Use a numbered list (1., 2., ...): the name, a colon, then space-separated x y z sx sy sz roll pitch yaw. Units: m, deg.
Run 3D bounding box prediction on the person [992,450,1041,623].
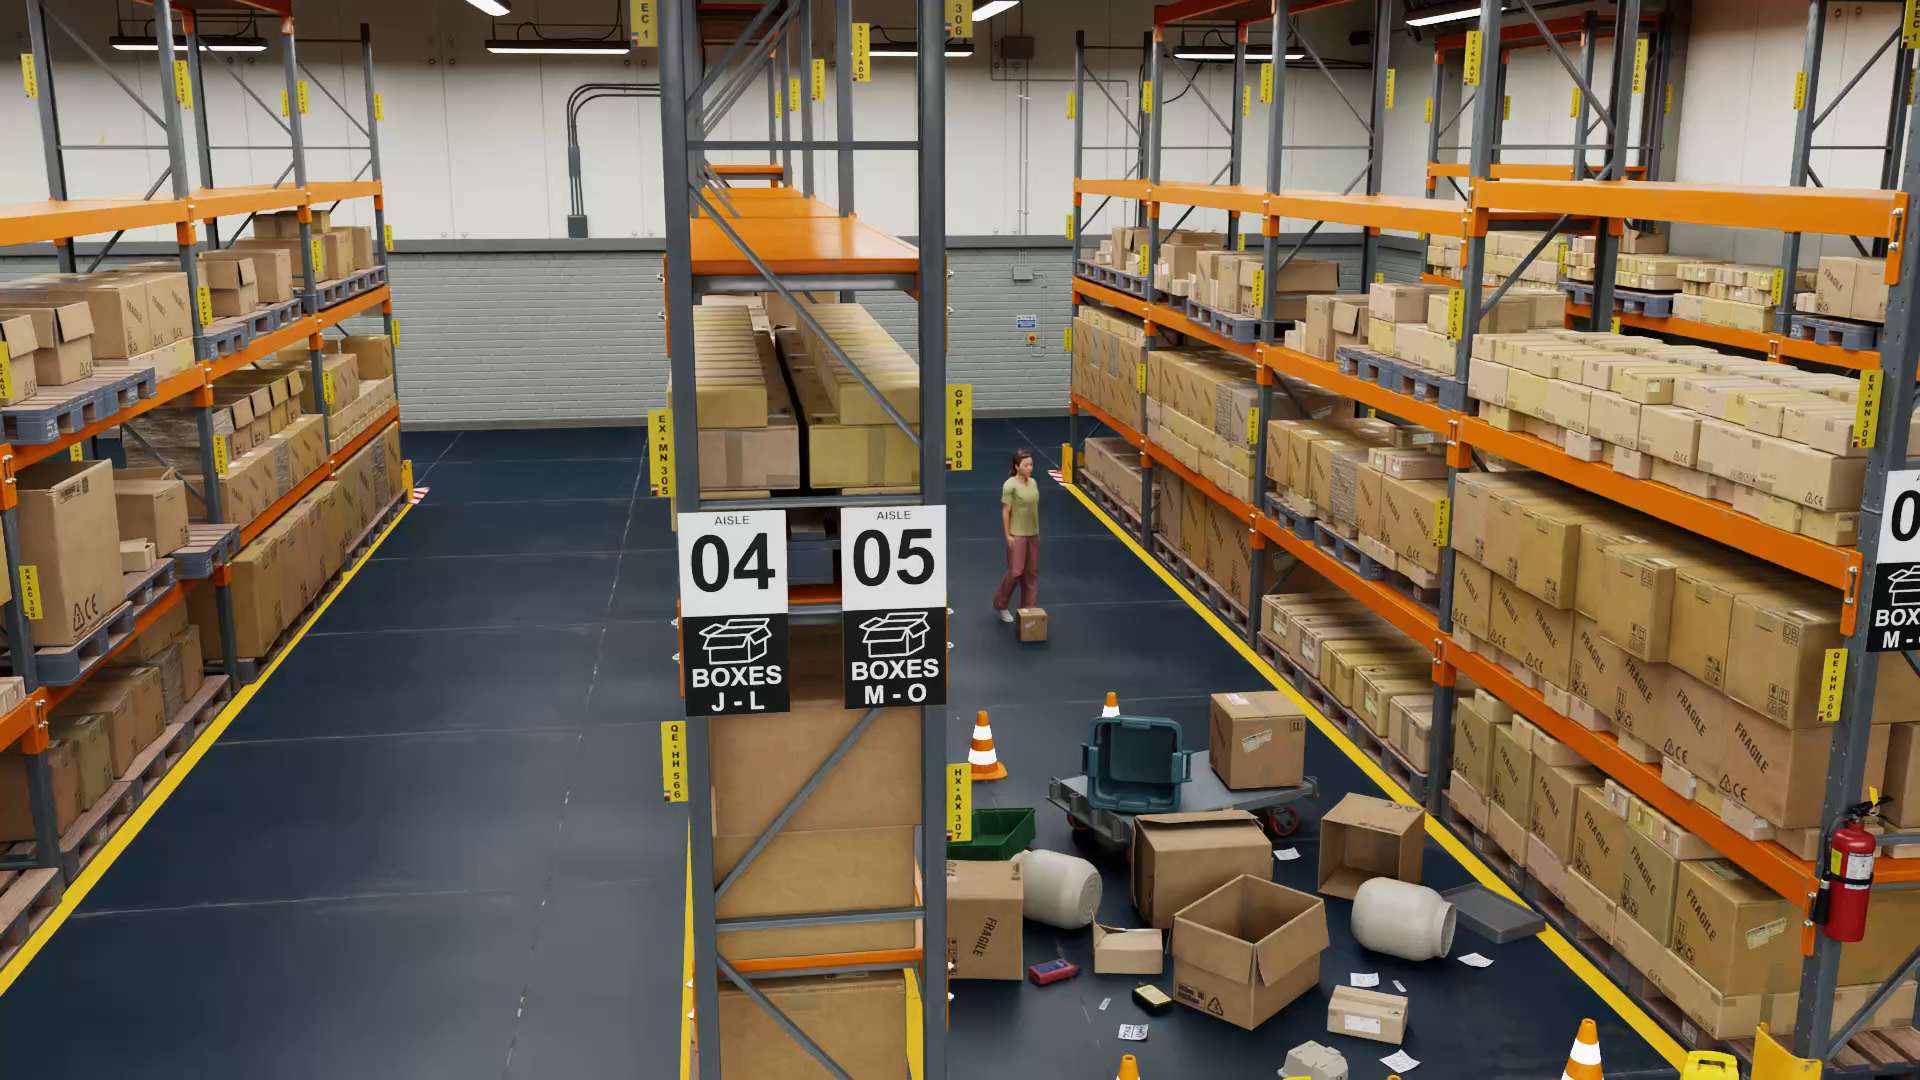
1. person: 0.601 -0.040 16.140 0.480 1.687 0.465 -11 17 -39
